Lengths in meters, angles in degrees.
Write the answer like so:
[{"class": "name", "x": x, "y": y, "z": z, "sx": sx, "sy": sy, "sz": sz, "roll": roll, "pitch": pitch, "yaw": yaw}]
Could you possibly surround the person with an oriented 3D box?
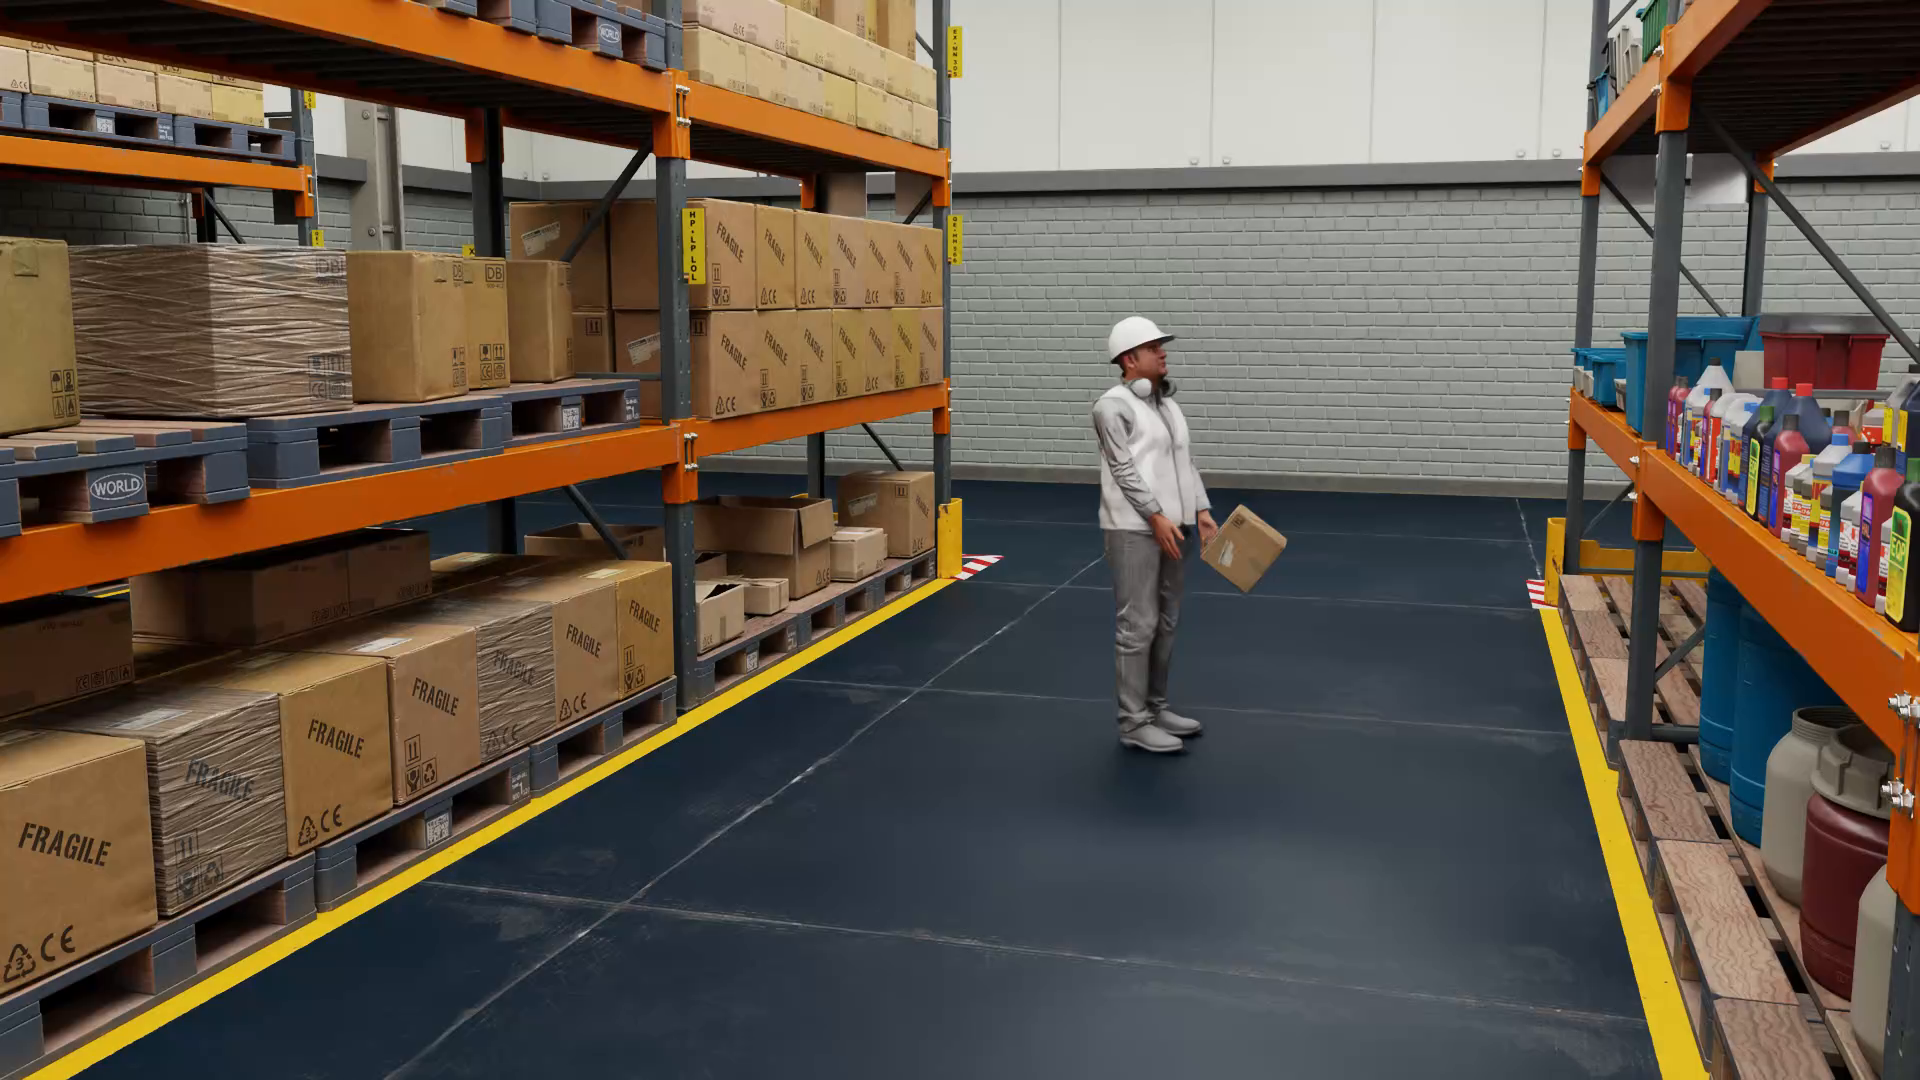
[{"class": "person", "x": 0.783, "y": 0.043, "z": 7.022, "sx": 0.375, "sy": 1.490, "sz": 0.453, "roll": 7, "pitch": 11, "yaw": 40}]
